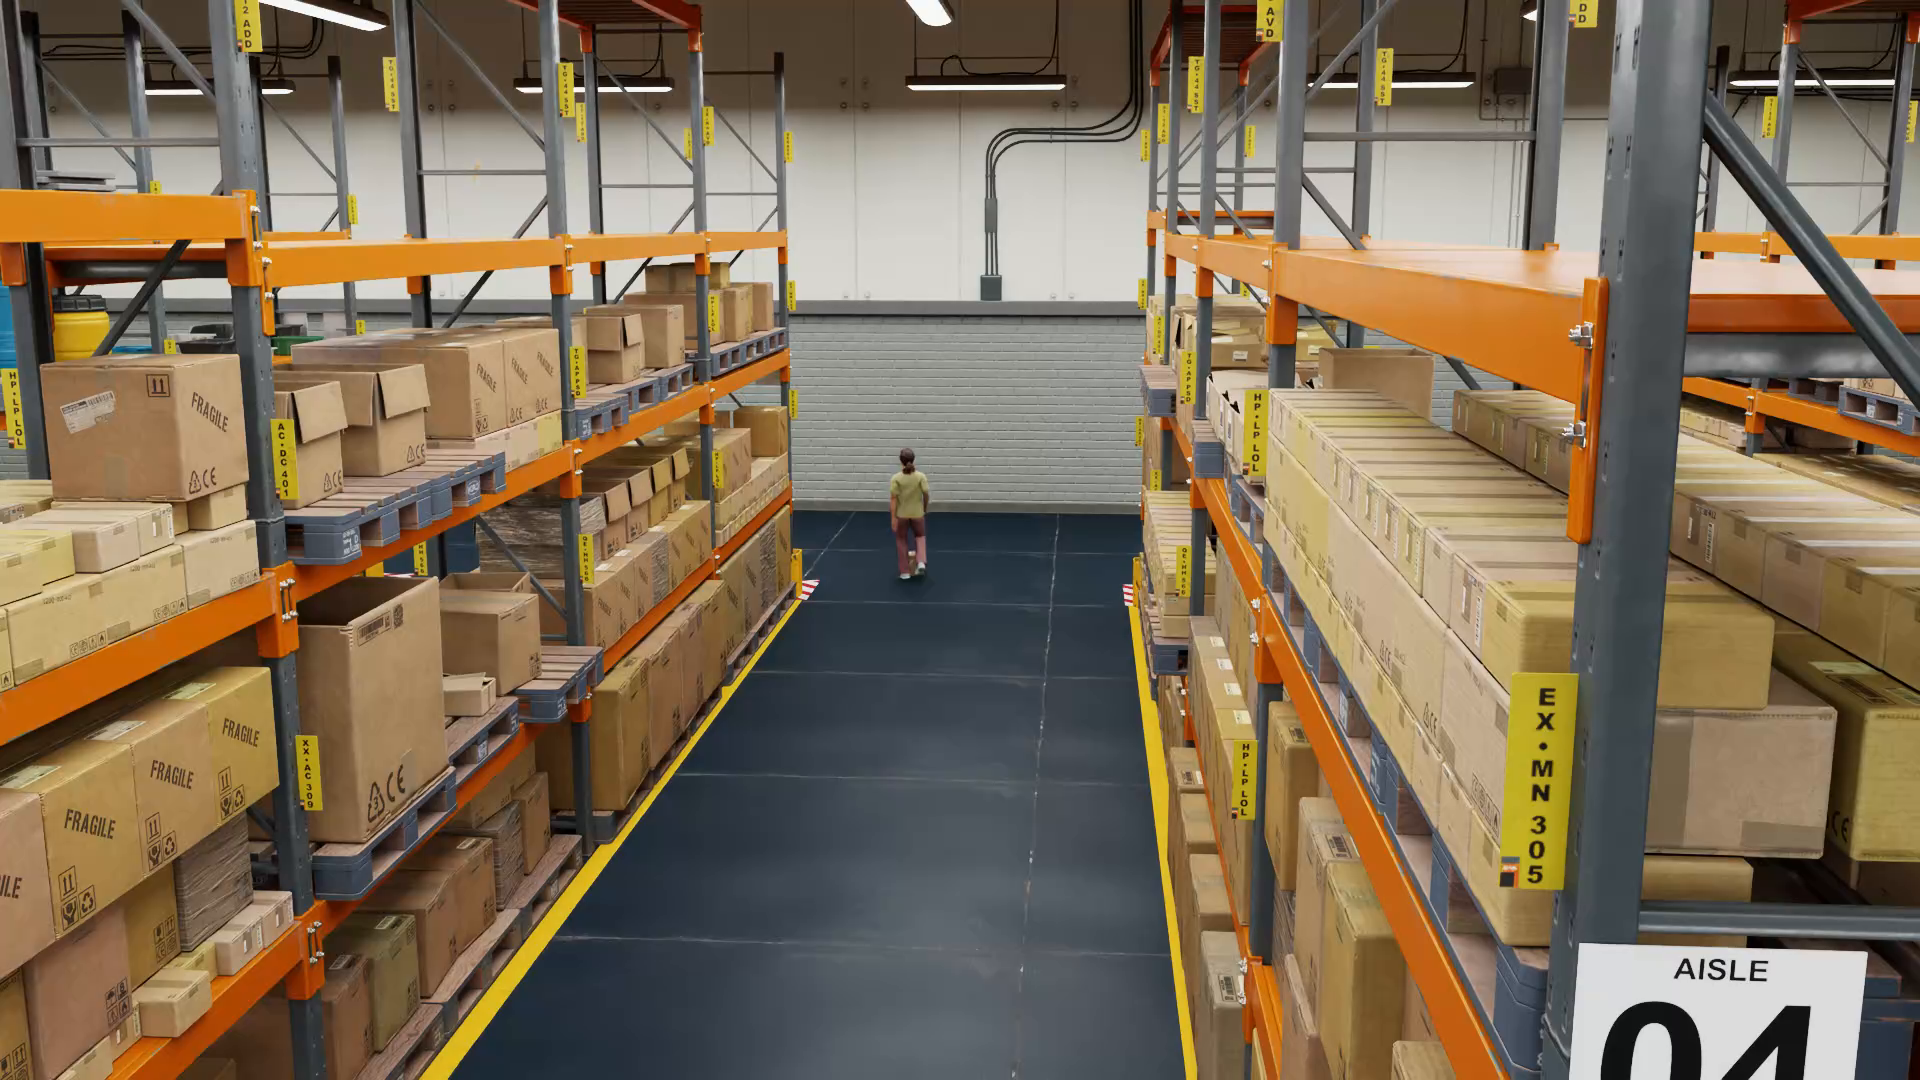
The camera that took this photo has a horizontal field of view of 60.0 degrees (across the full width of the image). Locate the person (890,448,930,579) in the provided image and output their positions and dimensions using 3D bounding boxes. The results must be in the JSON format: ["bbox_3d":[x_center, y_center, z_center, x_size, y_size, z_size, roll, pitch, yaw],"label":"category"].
[{"bbox_3d":[-0.604,-0.300,19.698,0.475,1.622,0.640,-1,11,-6],"label":"person"}]
